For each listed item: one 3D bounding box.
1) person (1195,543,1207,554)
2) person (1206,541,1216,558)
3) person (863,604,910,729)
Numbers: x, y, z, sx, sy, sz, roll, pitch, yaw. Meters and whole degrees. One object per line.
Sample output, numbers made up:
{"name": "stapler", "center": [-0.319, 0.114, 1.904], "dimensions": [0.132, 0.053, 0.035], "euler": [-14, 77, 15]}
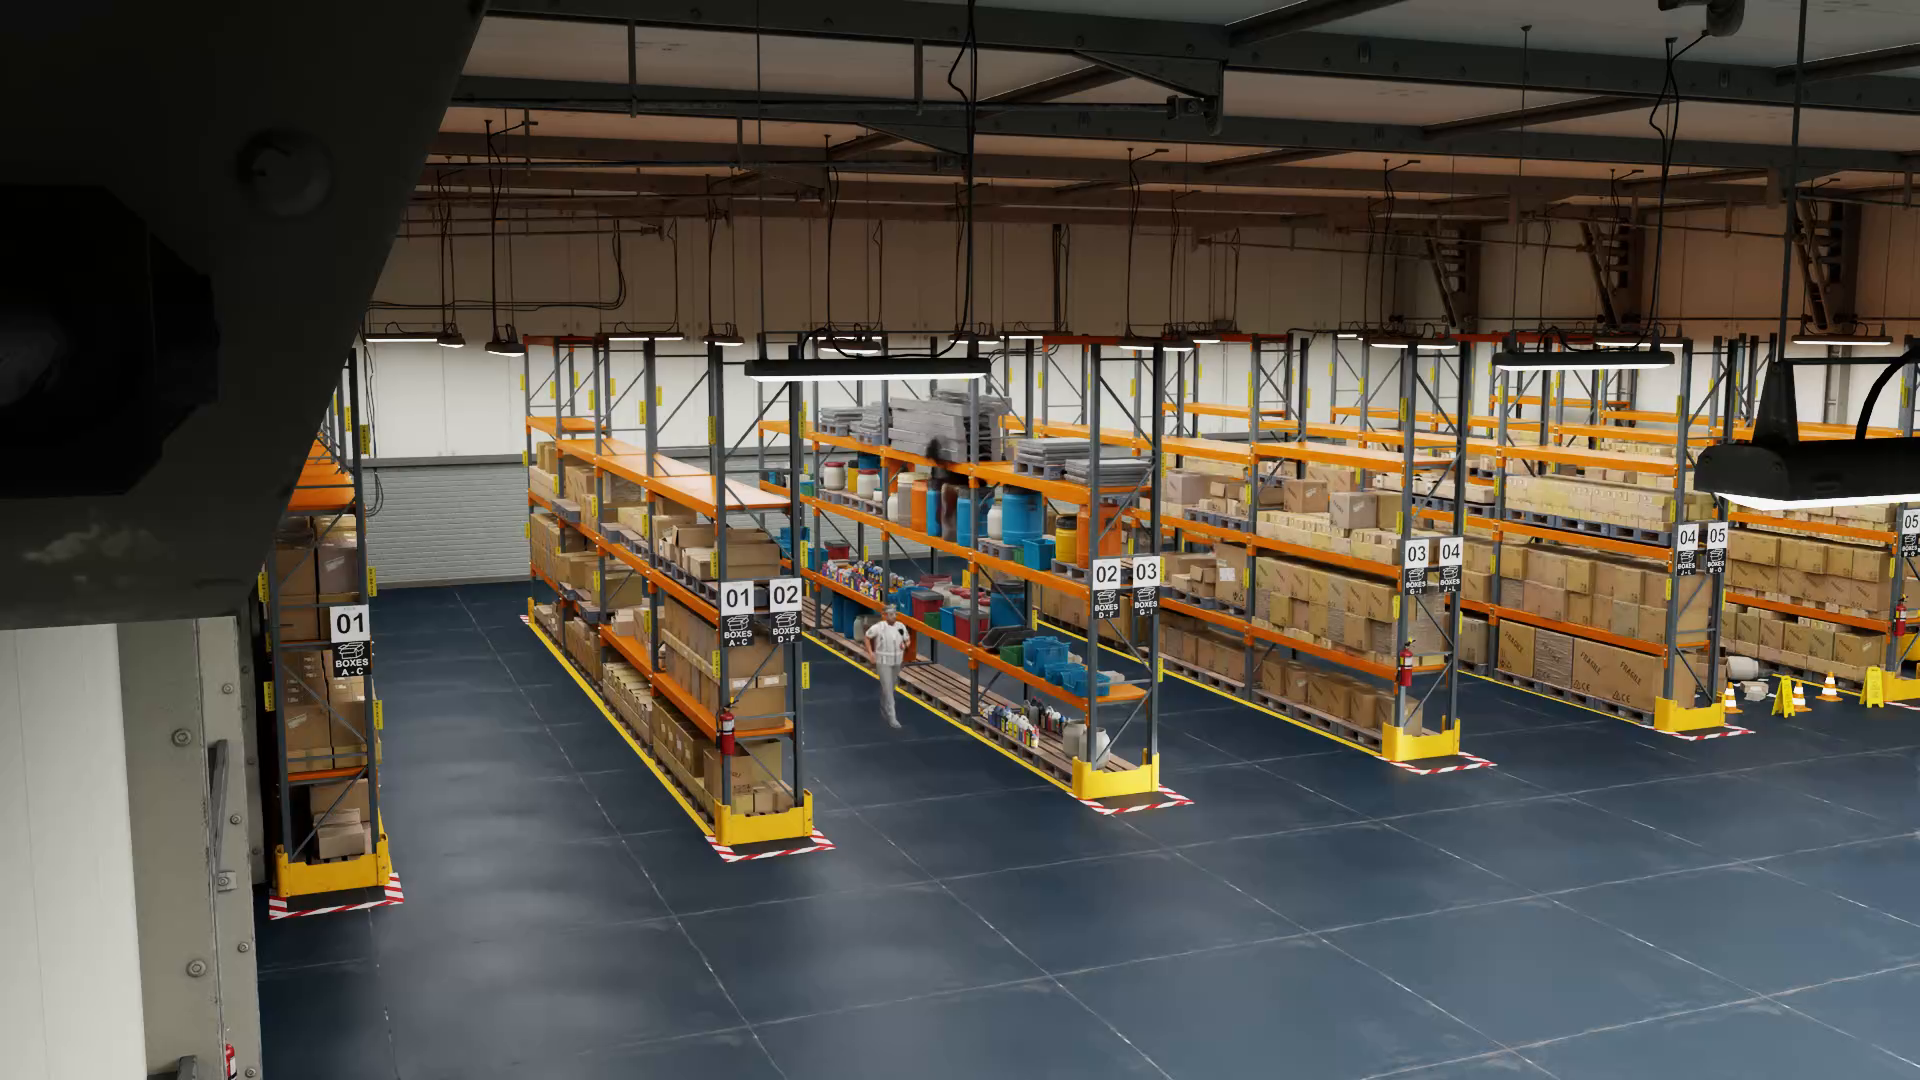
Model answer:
{"name": "person", "center": [6.116, -0.141, 42.278], "dimensions": [0.614, 1.731, 0.686], "euler": [-3, 8, -18]}
{"name": "person", "center": [5.424, 0.819, 35.504], "dimensions": [0.550, 1.614, 0.843], "euler": [-3, 8, -19]}
{"name": "person", "center": [-1.033, 1.843, 24.854], "dimensions": [0.665, 1.816, 0.826], "euler": [-5, 9, -32]}
